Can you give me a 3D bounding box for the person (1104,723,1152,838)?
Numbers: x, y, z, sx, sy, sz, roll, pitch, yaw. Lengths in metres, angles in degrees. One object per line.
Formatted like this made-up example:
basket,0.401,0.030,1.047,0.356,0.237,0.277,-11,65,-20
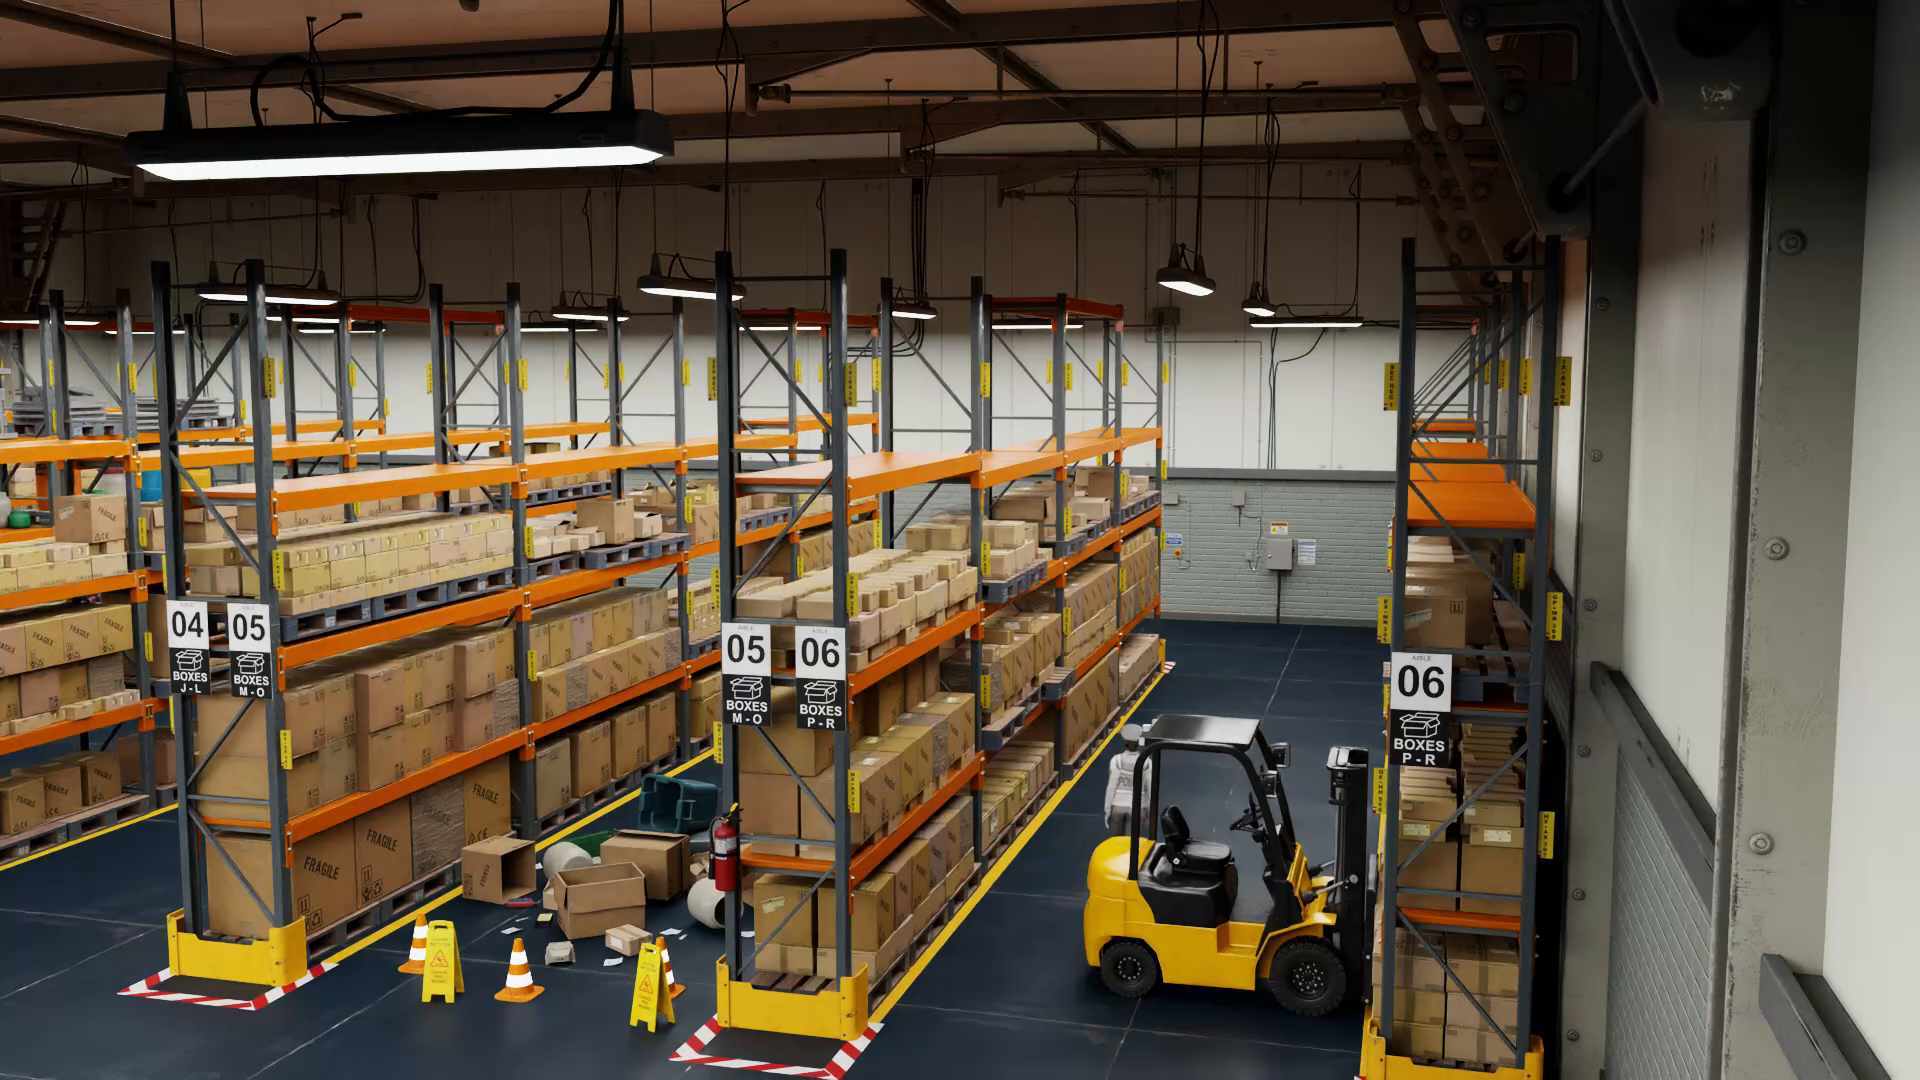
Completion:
person,1.649,2.654,16.121,0.487,1.743,0.579,1,6,11
